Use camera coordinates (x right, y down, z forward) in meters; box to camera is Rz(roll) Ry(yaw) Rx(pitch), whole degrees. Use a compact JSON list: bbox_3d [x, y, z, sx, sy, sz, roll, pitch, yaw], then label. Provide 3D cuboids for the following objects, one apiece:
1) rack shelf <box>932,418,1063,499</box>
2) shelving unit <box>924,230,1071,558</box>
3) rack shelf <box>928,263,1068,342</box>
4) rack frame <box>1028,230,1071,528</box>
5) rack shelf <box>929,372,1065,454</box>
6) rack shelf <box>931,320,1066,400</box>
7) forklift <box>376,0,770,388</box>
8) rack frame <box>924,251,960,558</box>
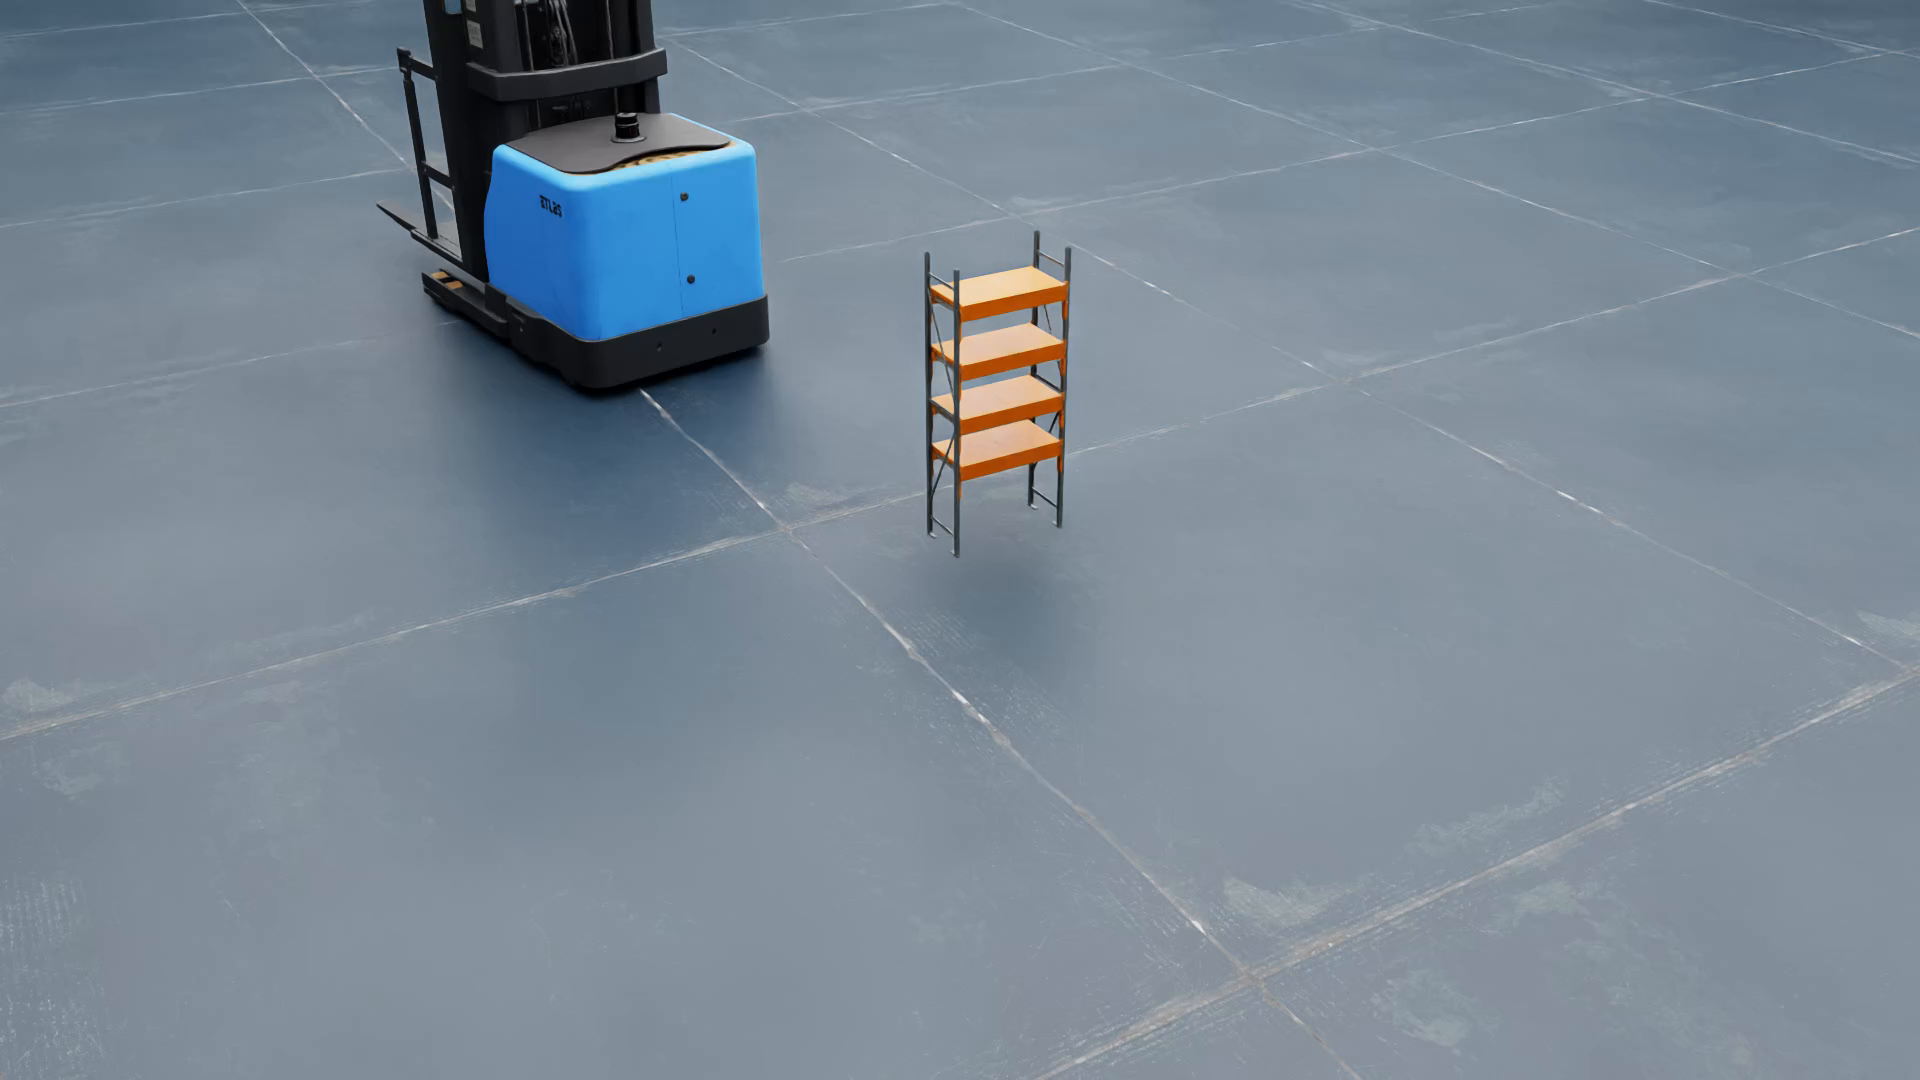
[{"bbox_3d":[0.143,-0.333,6.662,0.480,0.148,0.258,-16,33,-26],"label":"rack shelf"},{"bbox_3d":[0.143,-0.566,6.534,0.503,1.200,0.258,-16,33,-26],"label":"shelving unit"},{"bbox_3d":[0.143,-0.910,6.344,0.480,0.148,0.258,-16,33,-26],"label":"rack shelf"},{"bbox_3d":[0.353,-0.626,6.642,0.015,1.200,0.240,-16,33,-26],"label":"rack frame"},{"bbox_3d":[0.143,-0.507,6.566,0.480,0.148,0.258,-16,33,-26],"label":"rack shelf"},{"bbox_3d":[0.143,-0.703,6.458,0.480,0.148,0.258,-16,33,-26],"label":"rack shelf"},{"bbox_3d":[-2.285,-2.647,8.512,1.130,2.935,3.031,-21,35,-33],"label":"forklift"},{"bbox_3d":[-0.068,-0.506,6.425,0.015,1.200,0.240,-16,33,-26],"label":"rack frame"}]
